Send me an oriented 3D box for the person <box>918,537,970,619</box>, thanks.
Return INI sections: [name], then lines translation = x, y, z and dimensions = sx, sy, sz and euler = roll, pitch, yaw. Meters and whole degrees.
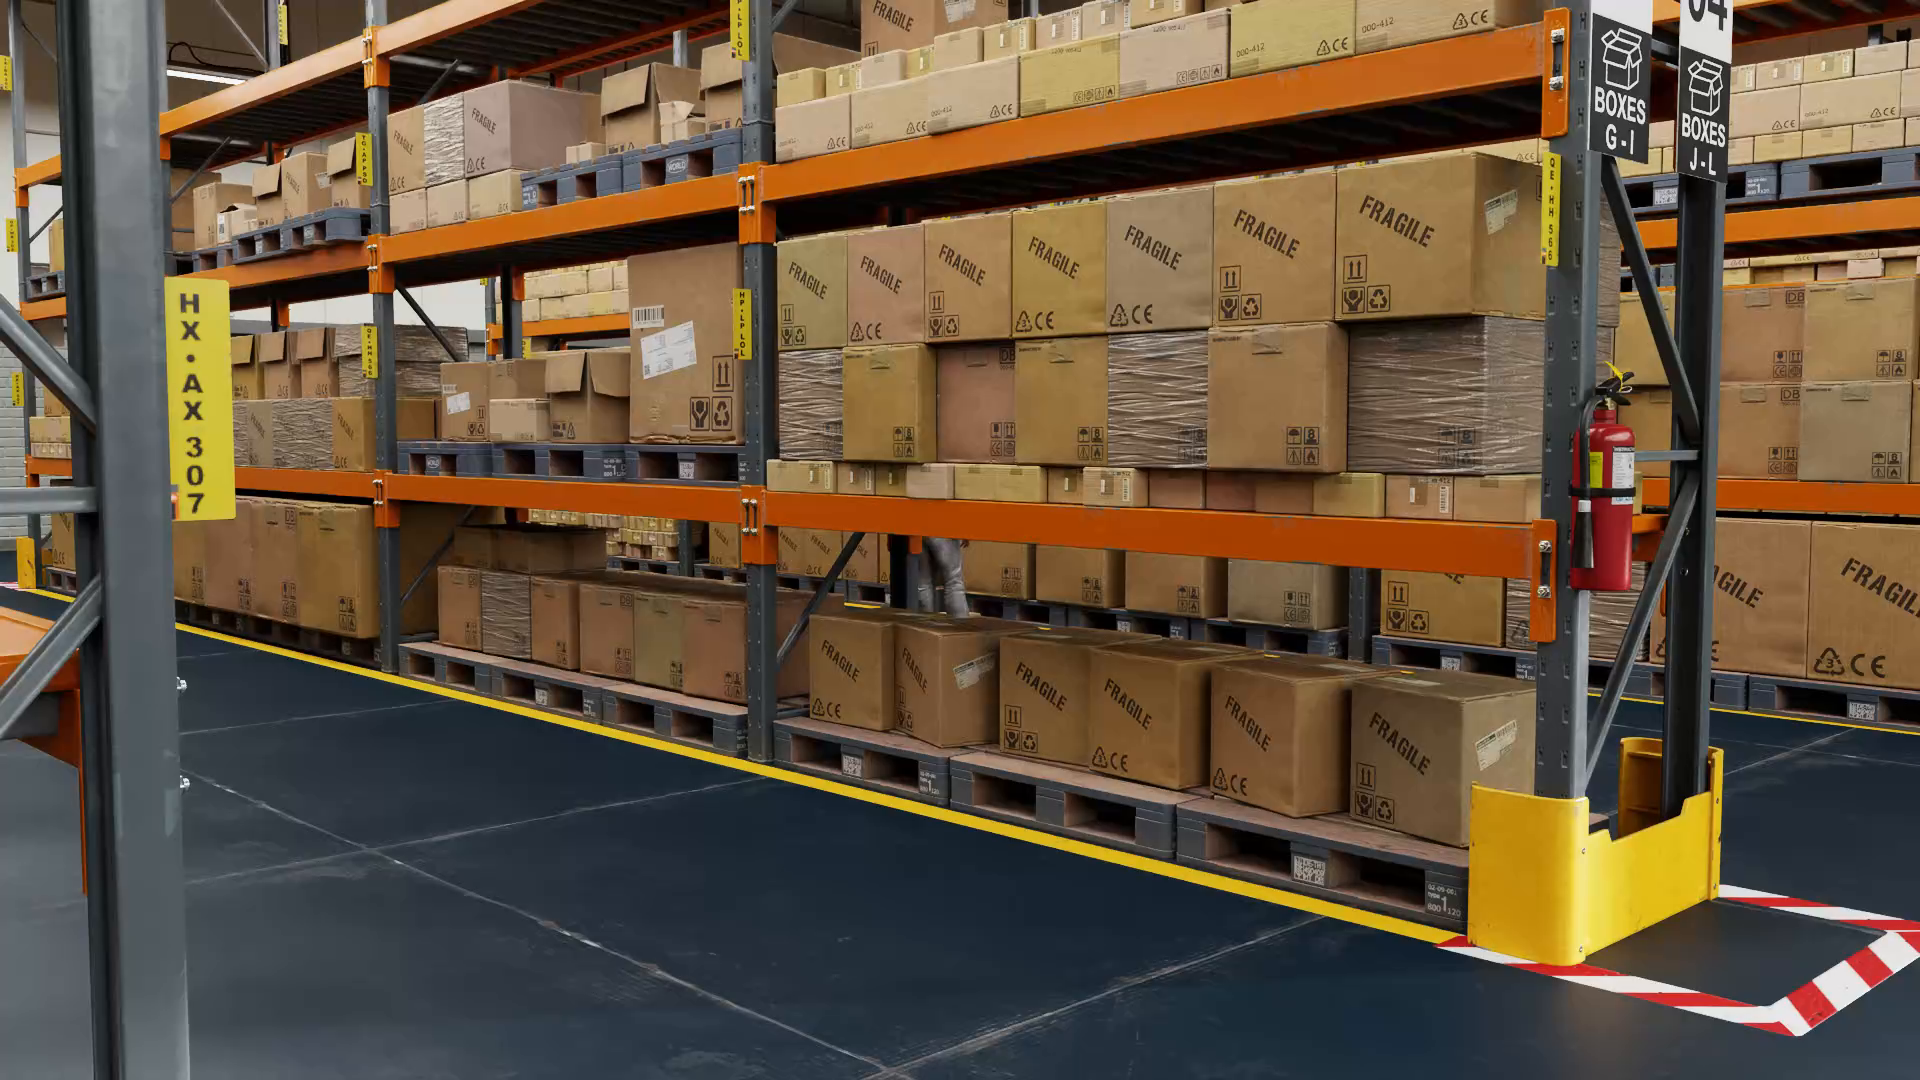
[person]
translation = -0.148, -0.096, 11.882
dimensions = 0.576, 1.766, 0.665
euler = -4, 5, -44
